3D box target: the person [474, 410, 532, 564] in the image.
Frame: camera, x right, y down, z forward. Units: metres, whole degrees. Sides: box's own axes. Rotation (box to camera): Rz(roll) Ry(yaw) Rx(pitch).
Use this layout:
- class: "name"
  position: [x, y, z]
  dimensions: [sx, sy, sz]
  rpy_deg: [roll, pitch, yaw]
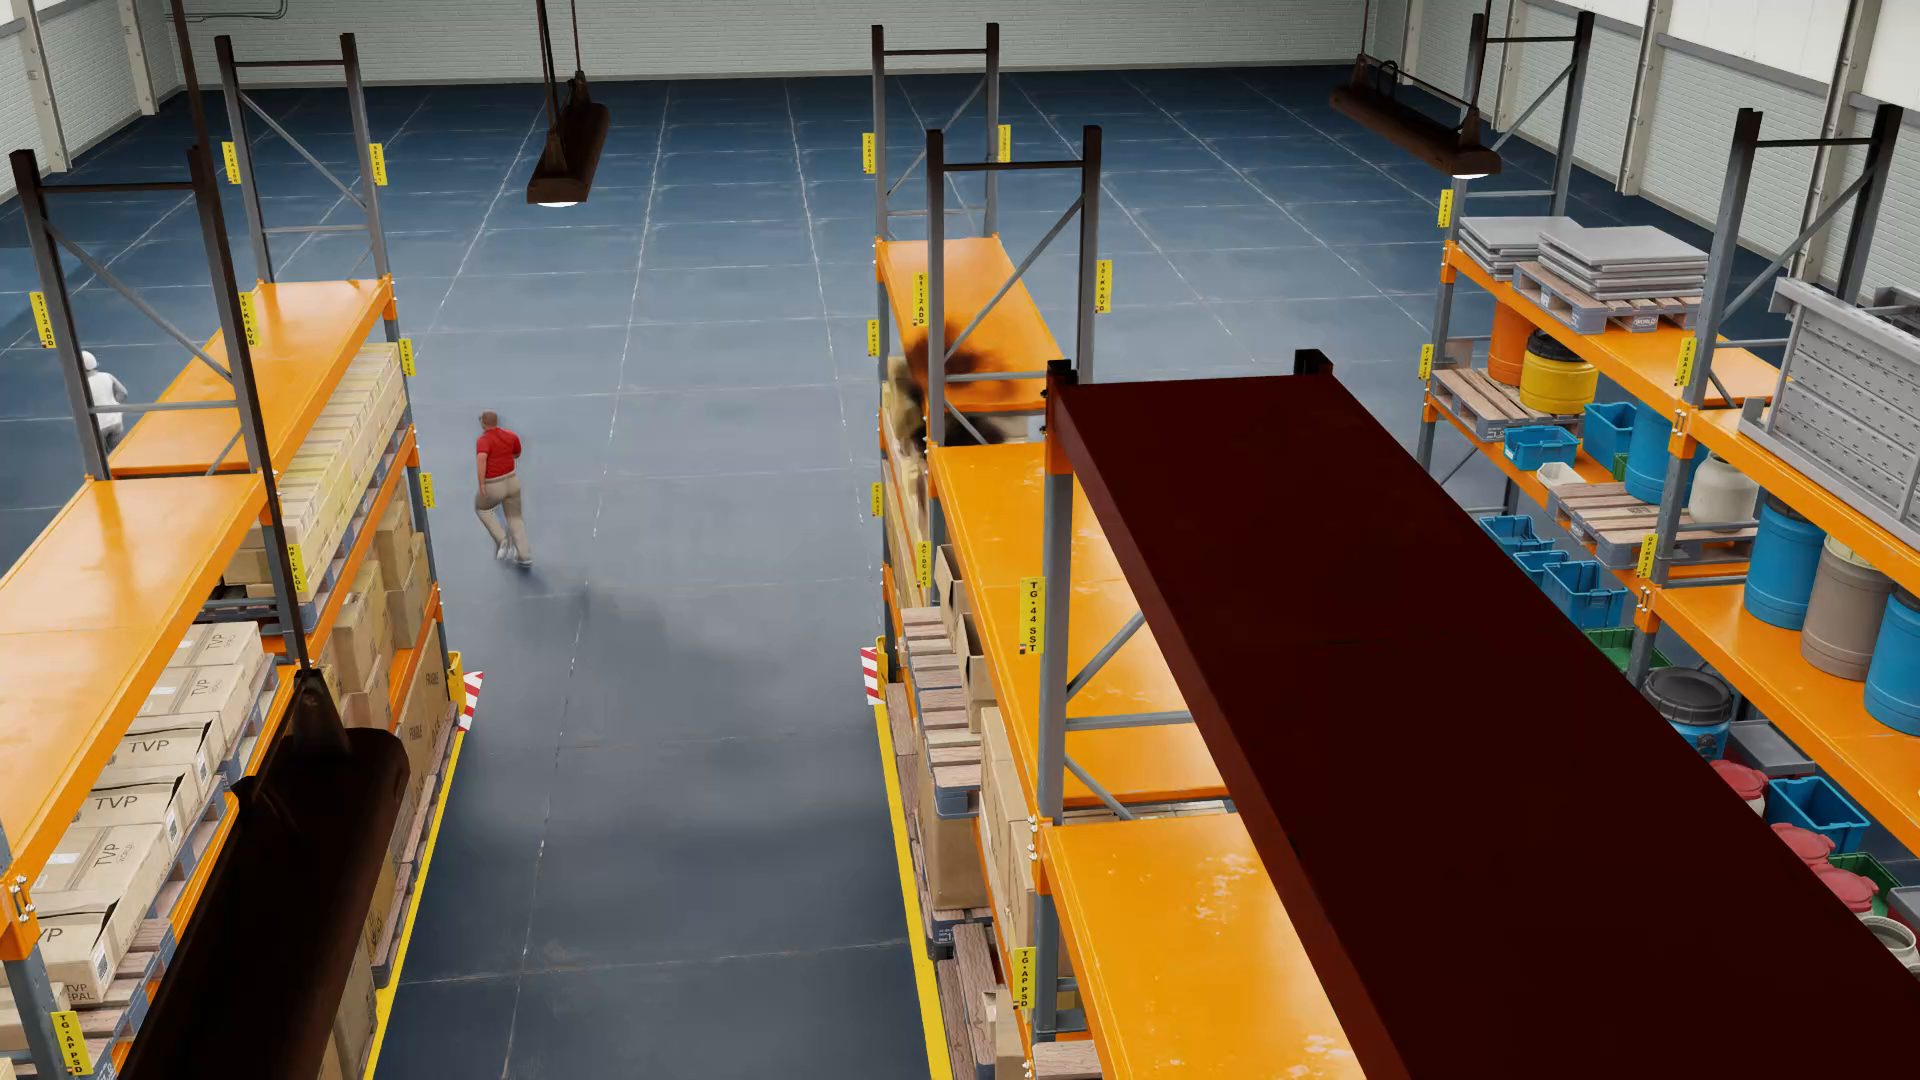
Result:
- class: "person"
  position: [-4.895, -0.544, 17.667]
  dimensions: [0.830, 1.723, 0.694]
  rpy_deg: [21, 33, 37]

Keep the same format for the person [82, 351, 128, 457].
- class: "person"
  position: [-9.947, -1.340, 19.326]
  dimensions: [0.791, 1.757, 0.684]
  rpy_deg: [18, 31, 33]
